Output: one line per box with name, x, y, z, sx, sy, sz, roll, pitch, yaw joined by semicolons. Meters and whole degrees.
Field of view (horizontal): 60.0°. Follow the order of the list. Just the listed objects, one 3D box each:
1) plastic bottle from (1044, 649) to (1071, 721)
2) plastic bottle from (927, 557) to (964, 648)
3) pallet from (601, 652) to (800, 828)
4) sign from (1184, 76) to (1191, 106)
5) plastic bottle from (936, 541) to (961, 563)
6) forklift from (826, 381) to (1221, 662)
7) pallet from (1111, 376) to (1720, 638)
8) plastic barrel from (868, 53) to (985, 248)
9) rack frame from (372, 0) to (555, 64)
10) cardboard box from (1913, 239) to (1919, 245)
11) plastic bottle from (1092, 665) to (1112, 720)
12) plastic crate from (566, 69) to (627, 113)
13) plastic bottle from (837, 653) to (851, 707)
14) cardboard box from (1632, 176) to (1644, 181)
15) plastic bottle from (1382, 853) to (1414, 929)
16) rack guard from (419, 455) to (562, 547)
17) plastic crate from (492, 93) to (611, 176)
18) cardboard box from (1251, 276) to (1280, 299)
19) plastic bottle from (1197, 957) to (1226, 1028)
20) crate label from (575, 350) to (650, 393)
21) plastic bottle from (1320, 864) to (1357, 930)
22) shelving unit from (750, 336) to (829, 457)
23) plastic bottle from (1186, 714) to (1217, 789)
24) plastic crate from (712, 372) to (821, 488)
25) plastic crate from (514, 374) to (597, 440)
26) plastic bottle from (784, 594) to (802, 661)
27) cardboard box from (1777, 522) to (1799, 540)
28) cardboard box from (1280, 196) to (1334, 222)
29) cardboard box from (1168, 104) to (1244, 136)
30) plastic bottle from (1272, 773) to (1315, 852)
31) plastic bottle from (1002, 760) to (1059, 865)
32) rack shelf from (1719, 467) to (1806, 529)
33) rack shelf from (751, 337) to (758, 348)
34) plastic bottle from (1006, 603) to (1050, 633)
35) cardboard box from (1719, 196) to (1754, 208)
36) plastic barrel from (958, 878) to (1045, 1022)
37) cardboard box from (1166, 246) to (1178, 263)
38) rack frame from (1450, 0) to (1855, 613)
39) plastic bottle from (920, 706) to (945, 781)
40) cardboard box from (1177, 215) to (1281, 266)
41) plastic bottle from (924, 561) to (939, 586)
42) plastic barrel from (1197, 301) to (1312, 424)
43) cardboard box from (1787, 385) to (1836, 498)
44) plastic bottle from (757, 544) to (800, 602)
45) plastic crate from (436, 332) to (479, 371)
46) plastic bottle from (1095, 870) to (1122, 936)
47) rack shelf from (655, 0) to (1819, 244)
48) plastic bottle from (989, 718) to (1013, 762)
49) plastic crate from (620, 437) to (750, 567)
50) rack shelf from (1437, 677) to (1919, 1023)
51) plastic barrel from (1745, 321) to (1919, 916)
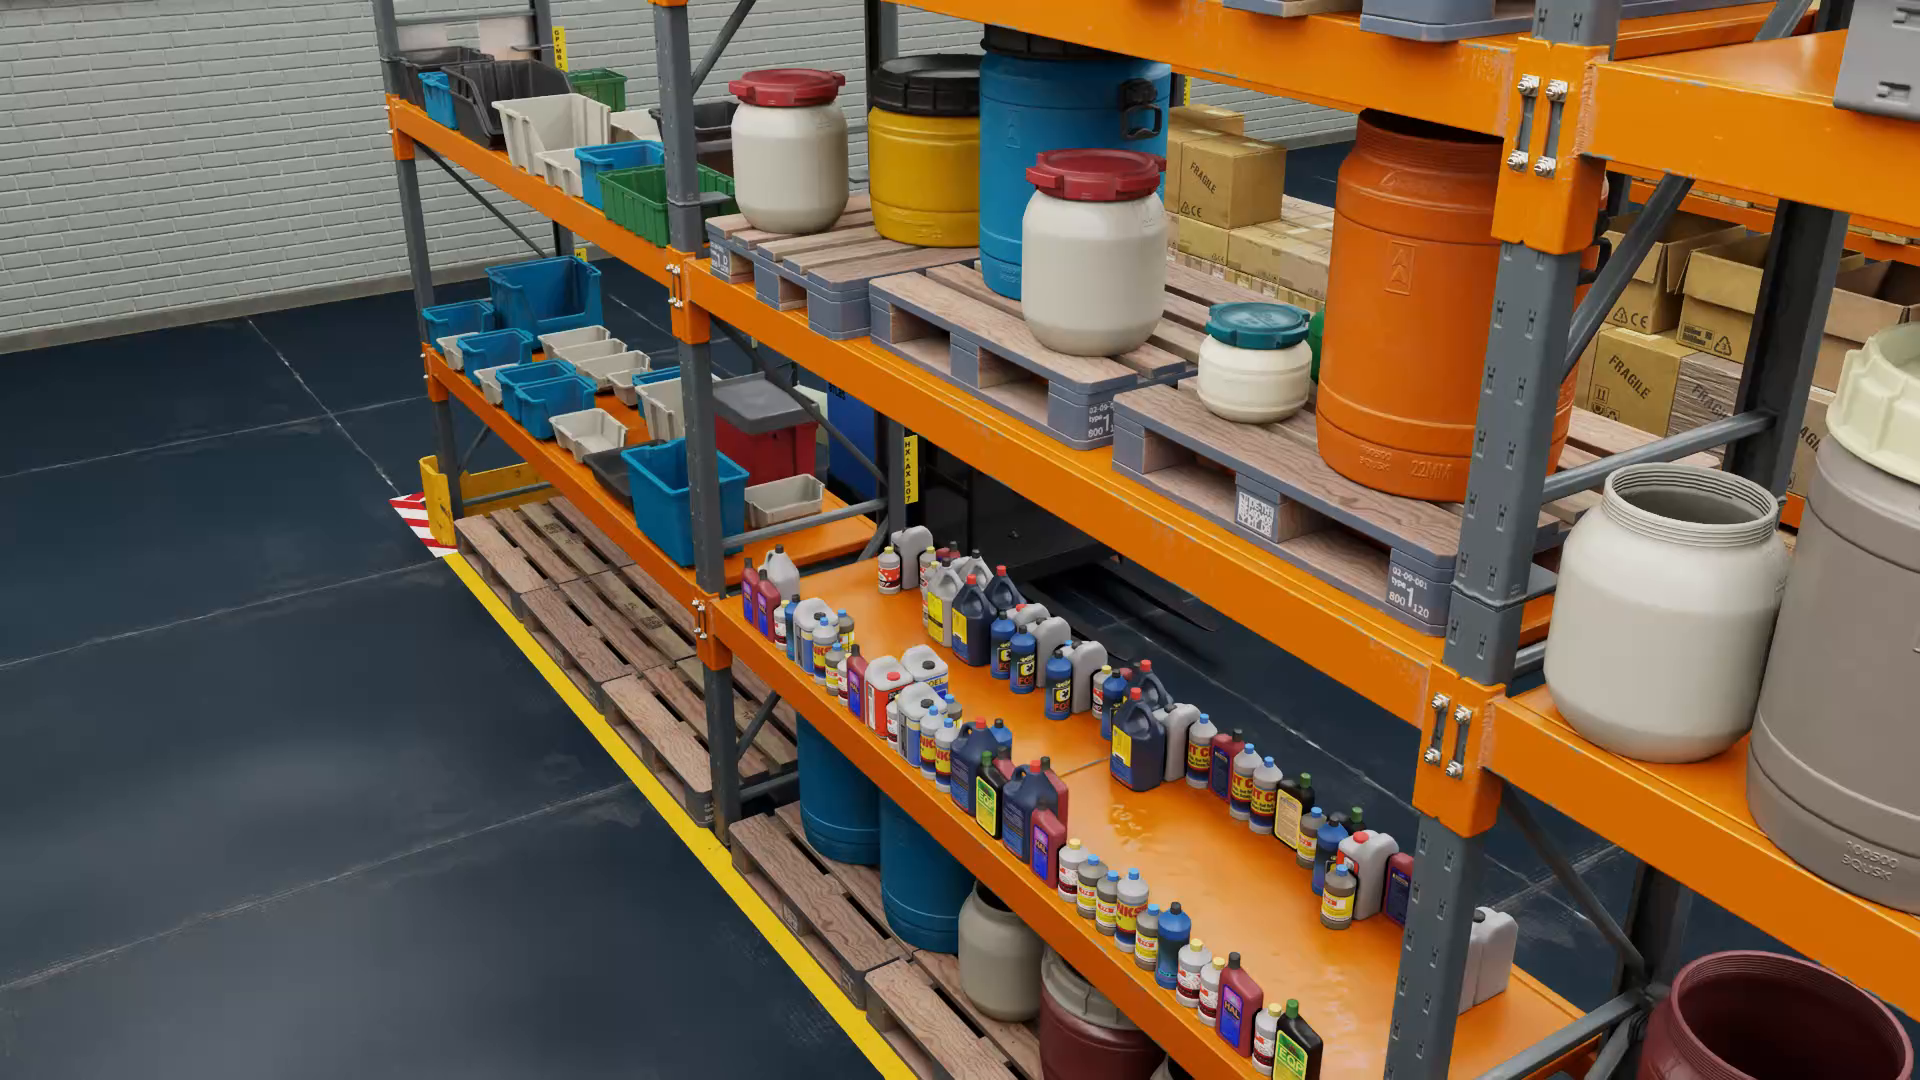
plastic bottle;0.368;0.538;6.248;0.097;0.271;0.097;0;25;0
plastic bottle;-0.043;0.244;6.777;0.144;0.351;0.185;-16;29;-30
pallet;-1.133;0.943;8.505;1.003;0.211;1.213;-16;29;-30
sign;1.730;-3.401;12.808;0.100;0.325;0.005;-16;29;-30
plastic bottle;-0.048;0.126;7.105;0.061;0.283;0.133;-16;29;-30
forklift;0.341;-1.099;9.646;1.130;2.935;3.031;-15;29;-29
pallet;1.149;-0.201;4.369;1.003;0.211;1.213;-16;29;-30
plastic barrel;-0.030;-1.416;6.011;0.600;0.588;0.600;0;25;0
rack frame;-2.882;-4.208;9.122;1.000;3.000;0.127;-16;29;-30
cardboard box;7.310;-2.272;12.344;0.380;0.149;0.250;-16;30;-30
plastic bottle;0.548;0.569;6.265;0.097;0.201;0.097;0;25;0
plastic crate;-2.105;-2.469;9.201;0.450;0.188;0.336;-16;29;-30
plastic bottle;-0.419;0.528;6.350;0.097;0.201;0.097;0;25;0
cardboard box;5.913;-3.212;14.335;0.380;0.149;0.250;-14;29;-27
plastic bottle;1.378;1.061;5.125;0.061;0.283;0.133;-16;29;-30
rack guard;-2.906;-0.370;10.948;1.175;0.500;0.348;-16;29;-30
plastic crate;-1.931;-1.933;7.956;0.437;0.282;0.530;-16;29;-30
cardboard box;2.170;-1.688;11.107;0.380;0.149;0.250;-15;29;-29
plastic bottle;0.733;1.283;4.751;0.097;0.201;0.097;0;25;0
crate label;-1.967;-0.952;9.492;0.396;0.136;0.243;-16;29;-30
plastic bottle;1.173;1.097;5.146;0.097;0.201;0.097;0;25;0
shelving unit;-1.004;-1.081;11.283;0.755;1.500;0.431;21;32;37
plastic bottle;0.849;0.734;5.833;0.097;0.271;0.097;0;25;0
plastic crate;-0.976;-0.498;8.146;0.402;0.464;0.583;-16;29;-30
plastic crate;-2.141;-0.703;8.851;0.416;0.233;0.300;-16;29;-30
plastic bottle;-0.652;0.344;6.658;0.097;0.271;0.097;0;25;0
cardboard box;4.306;0.096;9.030;1.225;0.875;0.875;-17;30;-31
cardboard box;2.309;-2.241;11.810;0.500;0.250;0.500;-17;30;-31
cardboard box;1.754;-2.942;12.417;0.500;0.500;0.500;-15;29;-29
plastic bottle;1.106;0.883;5.503;0.061;0.283;0.133;-16;29;-30
plastic bottle;0.231;0.868;5.455;0.144;0.351;0.185;-16;29;-30
rack shelf;4.543;-0.178;8.456;1.077;0.370;4.000;-16;29;-30
rack shelf;-1.004;-1.434;11.117;0.720;0.370;0.431;21;32;37
plastic bottle;0.262;0.369;6.601;0.152;0.276;0.135;-16;29;-30
cardboard box;6.396;-2.815;13.493;0.380;0.149;0.250;-15;29;-29
plastic barrel;0.204;1.546;6.385;0.421;0.512;0.421;0;25;0
cardboard box;1.610;-2.056;11.885;0.380;0.149;0.250;-16;30;-30
rack frame;1.485;-1.346;3.061;1.000;3.000;0.127;-16;29;-30
plastic bottle;-0.093;0.710;5.882;0.097;0.271;0.097;0;25;0
cardboard box;1.864;-2.116;11.546;0.500;0.250;0.500;-17;30;-31
plastic bottle;-0.105;0.188;7.070;0.097;0.201;0.097;0;25;0
plastic barrel;0.777;-0.467;4.381;0.301;0.262;0.301;0;25;0
cardboard box;4.327;-0.499;8.175;0.500;0.500;0.500;-15;29;-29
plastic bottle;-0.756;0.174;6.925;0.144;0.351;0.185;-16;29;-30
plastic crate;-2.918;-1.104;9.813;0.250;0.136;0.298;-16;29;-30
plastic bottle;0.467;1.109;5.120;0.097;0.201;0.097;0;25;0
rack shelf;0.393;-1.556;4.815;1.077;0.370;4.000;-16;29;-30
plastic bottle;0.134;0.746;5.806;0.097;0.271;0.097;0;25;0
plastic crate;-1.239;-0.172;7.548;0.392;0.384;0.575;-16;29;-30
rack shelf;2.577;1.051;2.339;1.077;0.370;4.000;-16;29;-30
plastic barrel;1.751;0.128;2.865;0.600;0.901;0.600;0;25;0
